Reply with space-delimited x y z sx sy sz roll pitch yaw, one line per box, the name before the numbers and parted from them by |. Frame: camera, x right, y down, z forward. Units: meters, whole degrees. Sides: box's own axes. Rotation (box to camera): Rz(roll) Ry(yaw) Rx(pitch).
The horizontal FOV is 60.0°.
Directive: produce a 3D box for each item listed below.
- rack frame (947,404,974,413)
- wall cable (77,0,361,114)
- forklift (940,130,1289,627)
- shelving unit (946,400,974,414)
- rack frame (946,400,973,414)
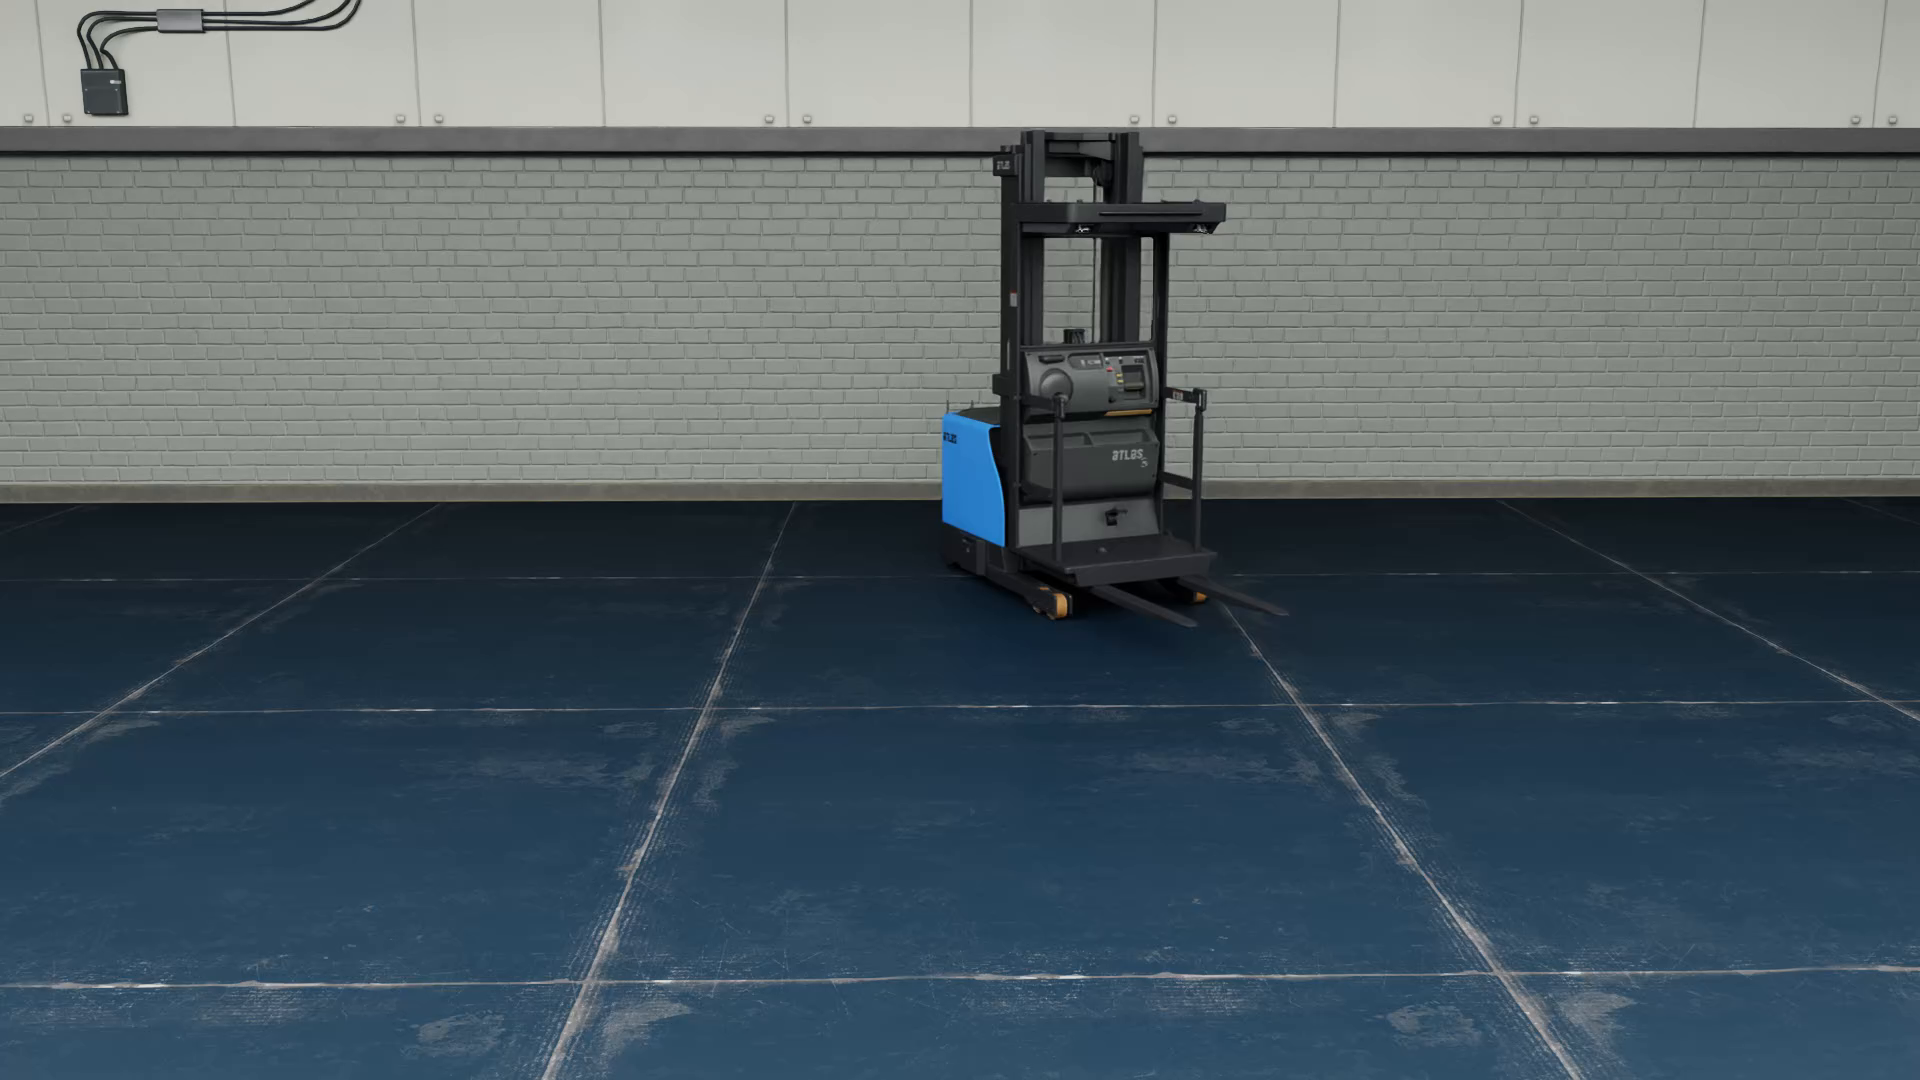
rack frame | 0.004 -0.480 12.283 0.200 1.050 0.008 0 11 -1
wall cable | -5.904 -6.388 12.861 2.305 6.003 0.169 0 11 -1
forklift | 0.930 -1.047 10.347 1.130 2.935 3.031 -5 13 -24
shelving unit | 0.001 -0.504 12.402 0.215 1.050 0.252 0 11 -1
rack frame | -0.001 -0.528 12.522 0.200 1.050 0.008 0 11 -1
